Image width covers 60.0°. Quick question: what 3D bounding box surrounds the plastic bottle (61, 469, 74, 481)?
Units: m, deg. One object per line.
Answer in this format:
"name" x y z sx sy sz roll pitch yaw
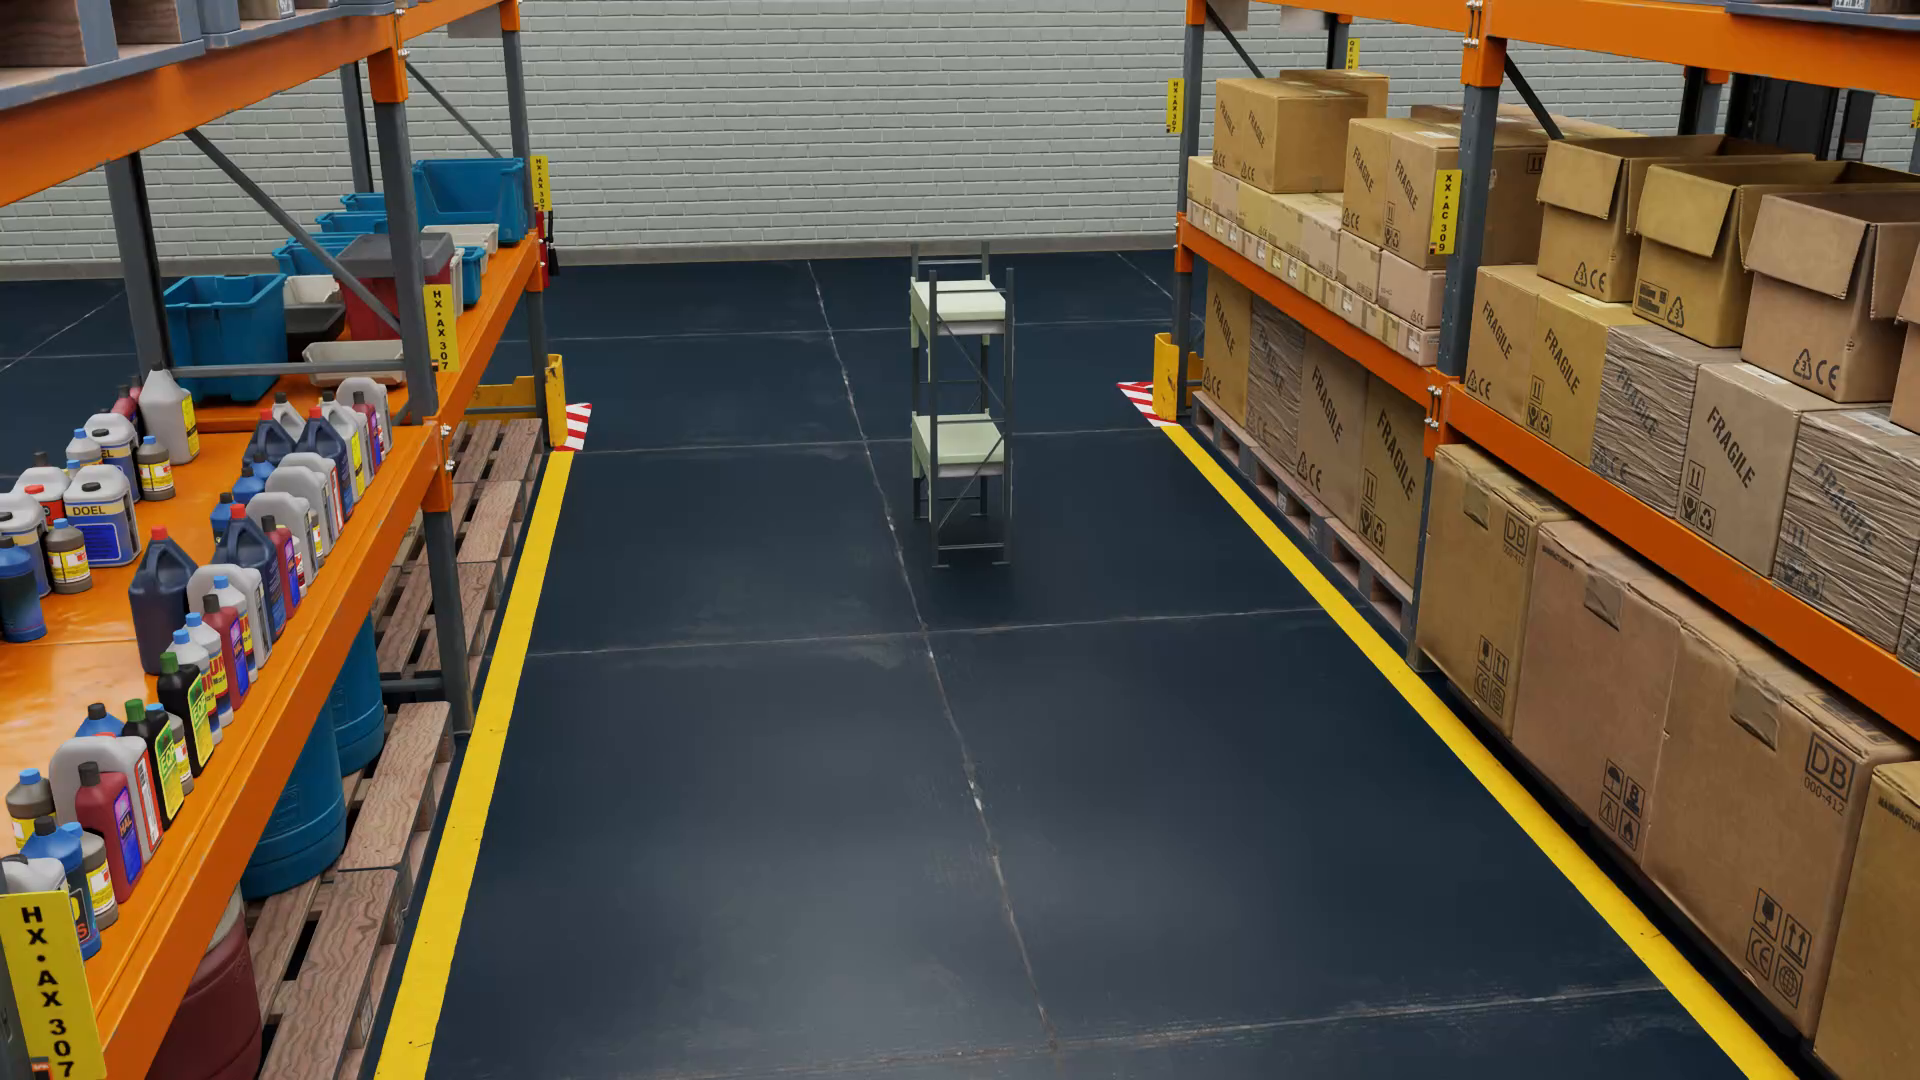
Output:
"plastic bottle" -2.690 -0.112 5.014 0.097 0.201 0.097 0 20 0

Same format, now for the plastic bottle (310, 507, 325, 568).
"plastic bottle" -1.885 -0.021 4.769 0.097 0.201 0.097 0 20 0

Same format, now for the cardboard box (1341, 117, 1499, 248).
"cardboard box" 2.052 -1.610 7.457 0.500 0.500 0.500 -3 21 -7

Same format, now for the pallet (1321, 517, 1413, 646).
"pallet" 2.419 0.169 7.962 1.003 0.211 1.213 -3 21 -8

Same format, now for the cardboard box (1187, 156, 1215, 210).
"cardboard box" 1.676 -2.144 9.960 0.500 0.250 0.500 -3 21 -9

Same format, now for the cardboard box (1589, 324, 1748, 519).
"cardboard box" 2.415 -0.398 5.351 0.500 0.500 0.500 -3 21 -9

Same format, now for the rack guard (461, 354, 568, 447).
"rack guard" -3.043 -0.842 10.256 1.175 0.500 0.348 -3 21 -8

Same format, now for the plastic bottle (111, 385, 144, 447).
"plastic bottle" -2.801 -0.371 5.589 0.061 0.283 0.133 -3 21 -8

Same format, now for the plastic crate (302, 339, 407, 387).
"plastic crate" -2.376 -0.693 6.577 0.396 0.136 0.243 -3 21 -8

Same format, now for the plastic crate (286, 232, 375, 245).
"plastic crate" -3.127 -1.397 8.323 0.416 0.233 0.300 -3 21 -8

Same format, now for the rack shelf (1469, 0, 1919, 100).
"rack shelf" 2.739 -1.246 4.506 1.077 0.370 4.000 -3 21 -8

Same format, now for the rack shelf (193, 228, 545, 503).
"rack shelf" -2.739 -0.976 8.070 1.077 0.370 4.000 -3 21 -8

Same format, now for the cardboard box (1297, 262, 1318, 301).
"cardboard box" 1.897 -1.287 8.233 0.380 0.149 0.250 -3 21 -9

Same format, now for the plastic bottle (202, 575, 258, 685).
"plastic bottle" -1.772 0.217 4.031 0.097 0.271 0.097 0 20 0

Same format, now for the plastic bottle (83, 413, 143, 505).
"plastic bottle" -2.708 -0.256 5.292 0.152 0.276 0.135 -3 21 -8

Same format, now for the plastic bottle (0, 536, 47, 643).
"plastic bottle" -2.433 0.122 4.287 0.097 0.271 0.097 0 20 0

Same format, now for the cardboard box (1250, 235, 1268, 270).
"cardboard box" 1.787 -1.553 8.946 0.380 0.149 0.250 -3 21 -8

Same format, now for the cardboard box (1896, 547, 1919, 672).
"cardboard box" 2.645 0.137 3.920 0.500 0.500 0.500 -3 21 -8

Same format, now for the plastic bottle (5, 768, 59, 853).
"plastic bottle" -1.804 0.544 3.256 0.097 0.201 0.097 0 20 0

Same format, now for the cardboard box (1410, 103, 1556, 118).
"cardboard box" 2.492 -1.820 8.020 0.500 0.500 0.500 -4 21 -9

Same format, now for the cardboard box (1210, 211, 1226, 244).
"cardboard box" 1.674 -1.821 9.662 0.380 0.149 0.250 -3 21 -9

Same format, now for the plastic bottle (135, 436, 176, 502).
"plastic bottle" -2.587 -0.234 5.339 0.097 0.201 0.097 0 20 0

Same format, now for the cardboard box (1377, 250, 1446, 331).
"cardboard box" 2.127 -1.079 7.107 0.500 0.250 0.500 -3 21 -9

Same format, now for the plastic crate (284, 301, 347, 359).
"plastic crate" -2.878 -0.894 7.129 0.437 0.125 0.590 -3 21 -8

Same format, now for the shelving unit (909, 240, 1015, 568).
"shelving unit" 0.001 -0.700 8.448 0.431 1.500 0.755 -3 21 -8

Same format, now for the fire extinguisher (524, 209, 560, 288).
"fire extinguisher" -2.599 -1.870 10.078 0.296 0.674 0.183 -3 21 -8

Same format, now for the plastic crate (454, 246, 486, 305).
"plastic crate" -2.477 -1.257 7.948 0.416 0.233 0.300 -3 21 -8

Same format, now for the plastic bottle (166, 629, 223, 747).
"plastic bottle" -1.725 0.331 3.727 0.097 0.271 0.097 0 20 0

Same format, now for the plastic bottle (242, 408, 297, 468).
"plastic bottle" -2.110 -0.224 5.100 0.144 0.351 0.185 -3 21 -8

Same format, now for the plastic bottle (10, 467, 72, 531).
"plastic bottle" -2.627 -0.062 4.773 0.152 0.276 0.135 -3 21 -8

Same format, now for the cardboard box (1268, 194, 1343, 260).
"cardboard box" 1.907 -1.610 8.530 0.500 0.250 0.500 -3 21 -9

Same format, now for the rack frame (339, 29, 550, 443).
"rack frame" -3.027 -2.005 9.798 1.000 3.000 0.127 -3 21 -8

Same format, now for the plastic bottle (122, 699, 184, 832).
"plastic bottle" -1.657 0.444 3.407 0.061 0.283 0.133 -3 21 -8

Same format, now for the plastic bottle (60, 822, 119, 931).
"plastic bottle" -1.620 0.616 3.063 0.097 0.201 0.097 0 20 0

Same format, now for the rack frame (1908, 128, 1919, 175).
"rack frame" 6.797 -2.470 11.043 1.000 3.000 0.127 -3 21 -8

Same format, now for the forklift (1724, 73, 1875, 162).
"forklift" 5.062 -1.796 9.337 3.031 2.935 1.130 4 21 12

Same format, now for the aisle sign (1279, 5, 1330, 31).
"aisle sign" 2.161 -3.513 10.119 0.394 0.787 0.004 -3 21 -8

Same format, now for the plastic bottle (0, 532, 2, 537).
"plastic bottle" -2.604 0.062 4.448 0.097 0.271 0.097 0 20 0

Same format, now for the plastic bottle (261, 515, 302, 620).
"plastic bottle" -1.817 0.060 4.435 0.061 0.283 0.133 -3 21 -8

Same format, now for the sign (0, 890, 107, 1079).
"sign" -1.330 0.658 2.434 0.100 0.325 0.005 -3 21 -8

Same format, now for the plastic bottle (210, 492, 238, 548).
"plastic bottle" -2.016 0.001 4.611 0.097 0.271 0.097 0 20 0

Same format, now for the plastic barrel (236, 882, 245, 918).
"plastic barrel" -2.294 0.983 4.753 0.421 0.512 0.421 0 20 0

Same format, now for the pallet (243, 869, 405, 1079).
"pallet" -2.201 1.378 4.724 1.003 0.211 1.213 -3 21 -8

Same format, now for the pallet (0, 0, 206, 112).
"pallet" -1.887 -0.822 2.613 1.003 0.211 1.213 -3 21 -8

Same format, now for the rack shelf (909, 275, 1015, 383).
"rack shelf" 0.001 -1.066 8.311 0.431 0.370 0.720 -3 21 -8

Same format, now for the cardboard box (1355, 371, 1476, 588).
"cardboard box" 2.435 -0.304 7.680 0.875 0.875 0.875 -3 21 -8

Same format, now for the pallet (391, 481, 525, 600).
"pallet" -2.774 0.010 8.388 1.003 0.211 1.213 -3 21 -8

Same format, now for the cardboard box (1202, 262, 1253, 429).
"cardboard box" 2.046 -1.239 10.183 0.875 0.875 0.875 -3 21 -8

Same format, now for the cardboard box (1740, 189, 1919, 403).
"cardboard box" 2.744 -0.714 4.763 0.797 0.503 0.637 -2 21 -6

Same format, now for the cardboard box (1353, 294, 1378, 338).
"cardboard box" 2.008 -1.020 7.518 0.380 0.149 0.250 -3 21 -9

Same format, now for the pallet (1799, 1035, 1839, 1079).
"pallet" 2.988 1.544 4.280 1.003 0.211 1.213 -3 21 -8

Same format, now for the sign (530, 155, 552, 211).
"sign" -2.485 -2.115 9.859 0.100 0.325 0.005 -3 21 -8

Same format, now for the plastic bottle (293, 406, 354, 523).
"plastic bottle" -1.968 -0.232 5.120 0.144 0.351 0.185 -3 21 -8

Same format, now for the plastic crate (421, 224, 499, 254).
"plastic crate" -2.730 -1.637 9.102 0.396 0.136 0.243 -3 21 -8

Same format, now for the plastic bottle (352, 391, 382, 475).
"plastic bottle" -1.995 -0.368 5.581 0.061 0.283 0.133 -3 21 -8

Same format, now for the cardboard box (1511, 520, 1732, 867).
"cardboard box" 2.692 0.458 5.638 1.225 0.875 0.875 -4 21 -10
